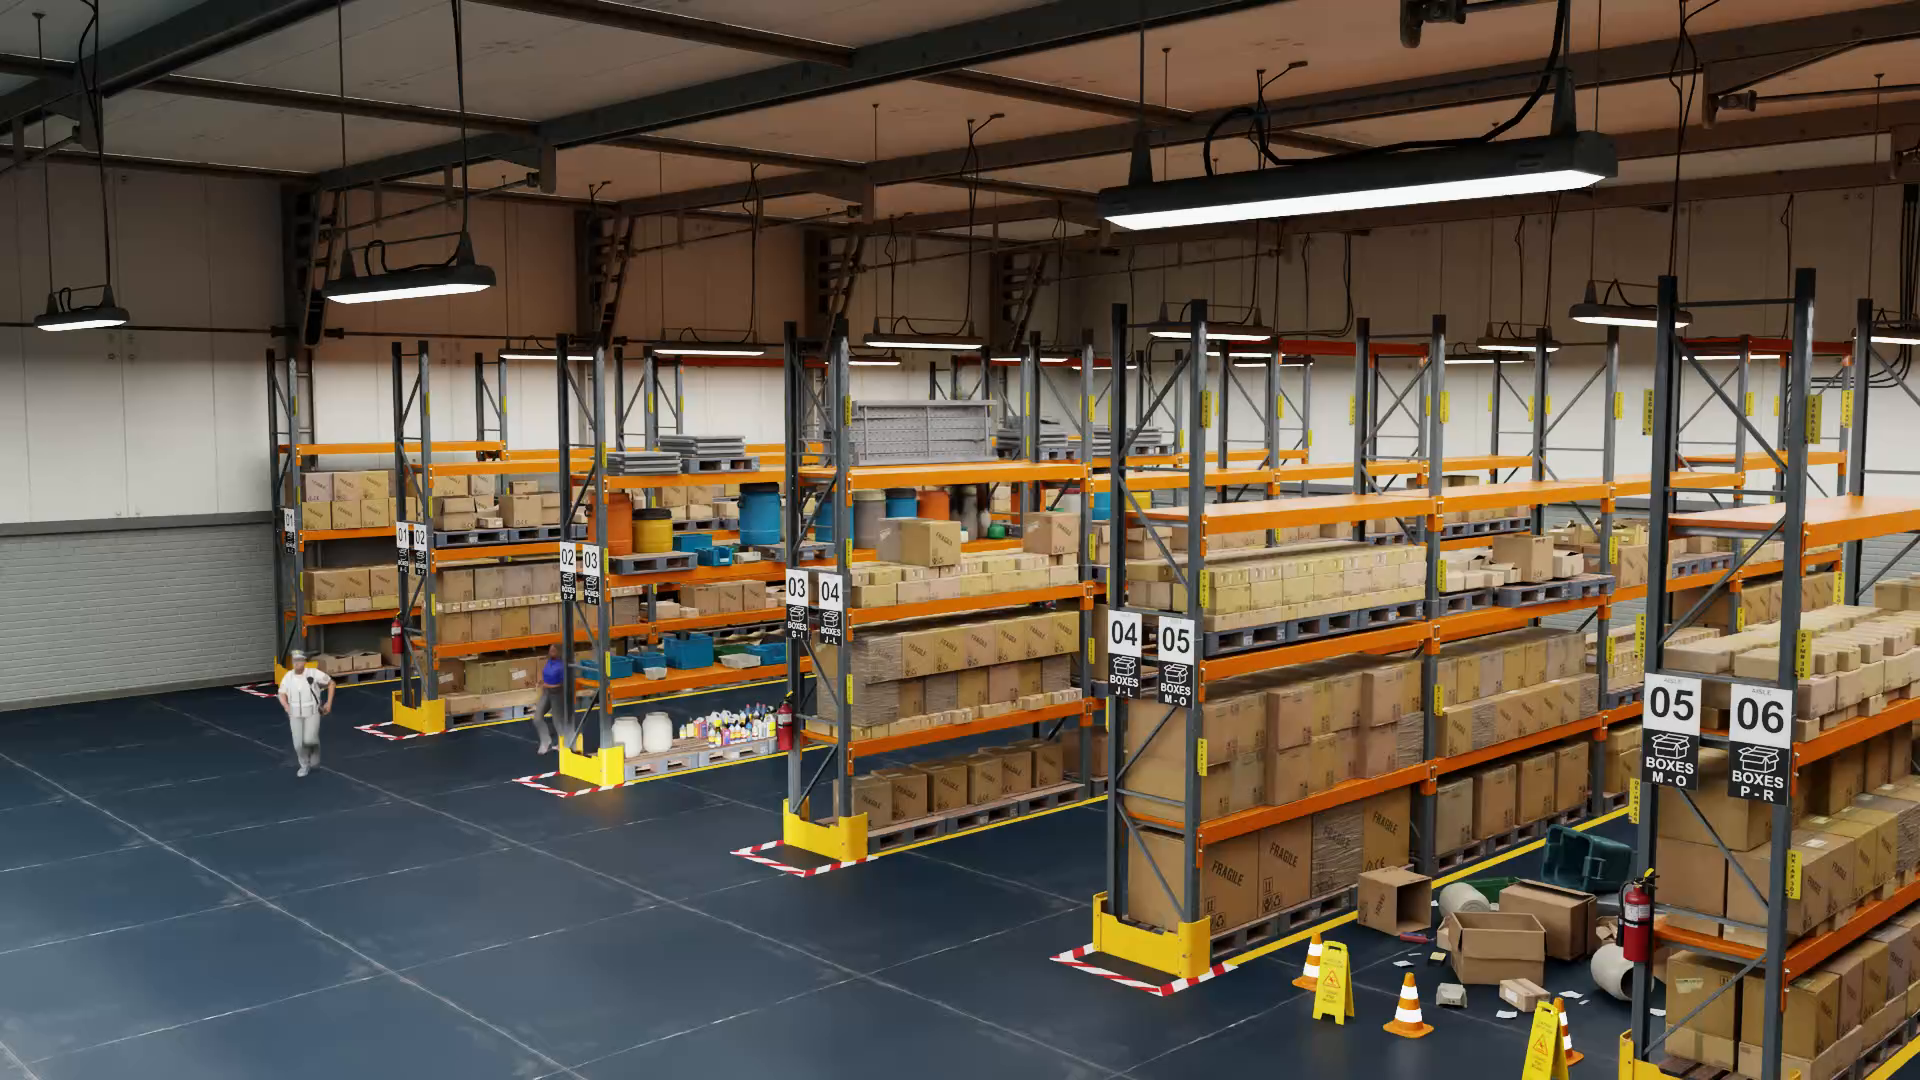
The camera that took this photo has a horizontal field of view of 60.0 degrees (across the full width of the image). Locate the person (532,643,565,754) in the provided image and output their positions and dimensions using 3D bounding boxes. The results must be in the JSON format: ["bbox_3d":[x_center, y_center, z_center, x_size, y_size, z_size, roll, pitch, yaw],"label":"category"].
[{"bbox_3d":[-5.815,2.302,23.961,0.608,1.684,0.634,3,6,31],"label":"person"}]

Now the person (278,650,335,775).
[{"bbox_3d":[-8.886,2.348,22.551,0.693,1.743,0.692,-1,5,-6],"label":"person"}]

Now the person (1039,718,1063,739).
[{"bbox_3d":[1.271,2.190,24.732,0.573,1.674,0.956,4,7,41],"label":"person"}]
